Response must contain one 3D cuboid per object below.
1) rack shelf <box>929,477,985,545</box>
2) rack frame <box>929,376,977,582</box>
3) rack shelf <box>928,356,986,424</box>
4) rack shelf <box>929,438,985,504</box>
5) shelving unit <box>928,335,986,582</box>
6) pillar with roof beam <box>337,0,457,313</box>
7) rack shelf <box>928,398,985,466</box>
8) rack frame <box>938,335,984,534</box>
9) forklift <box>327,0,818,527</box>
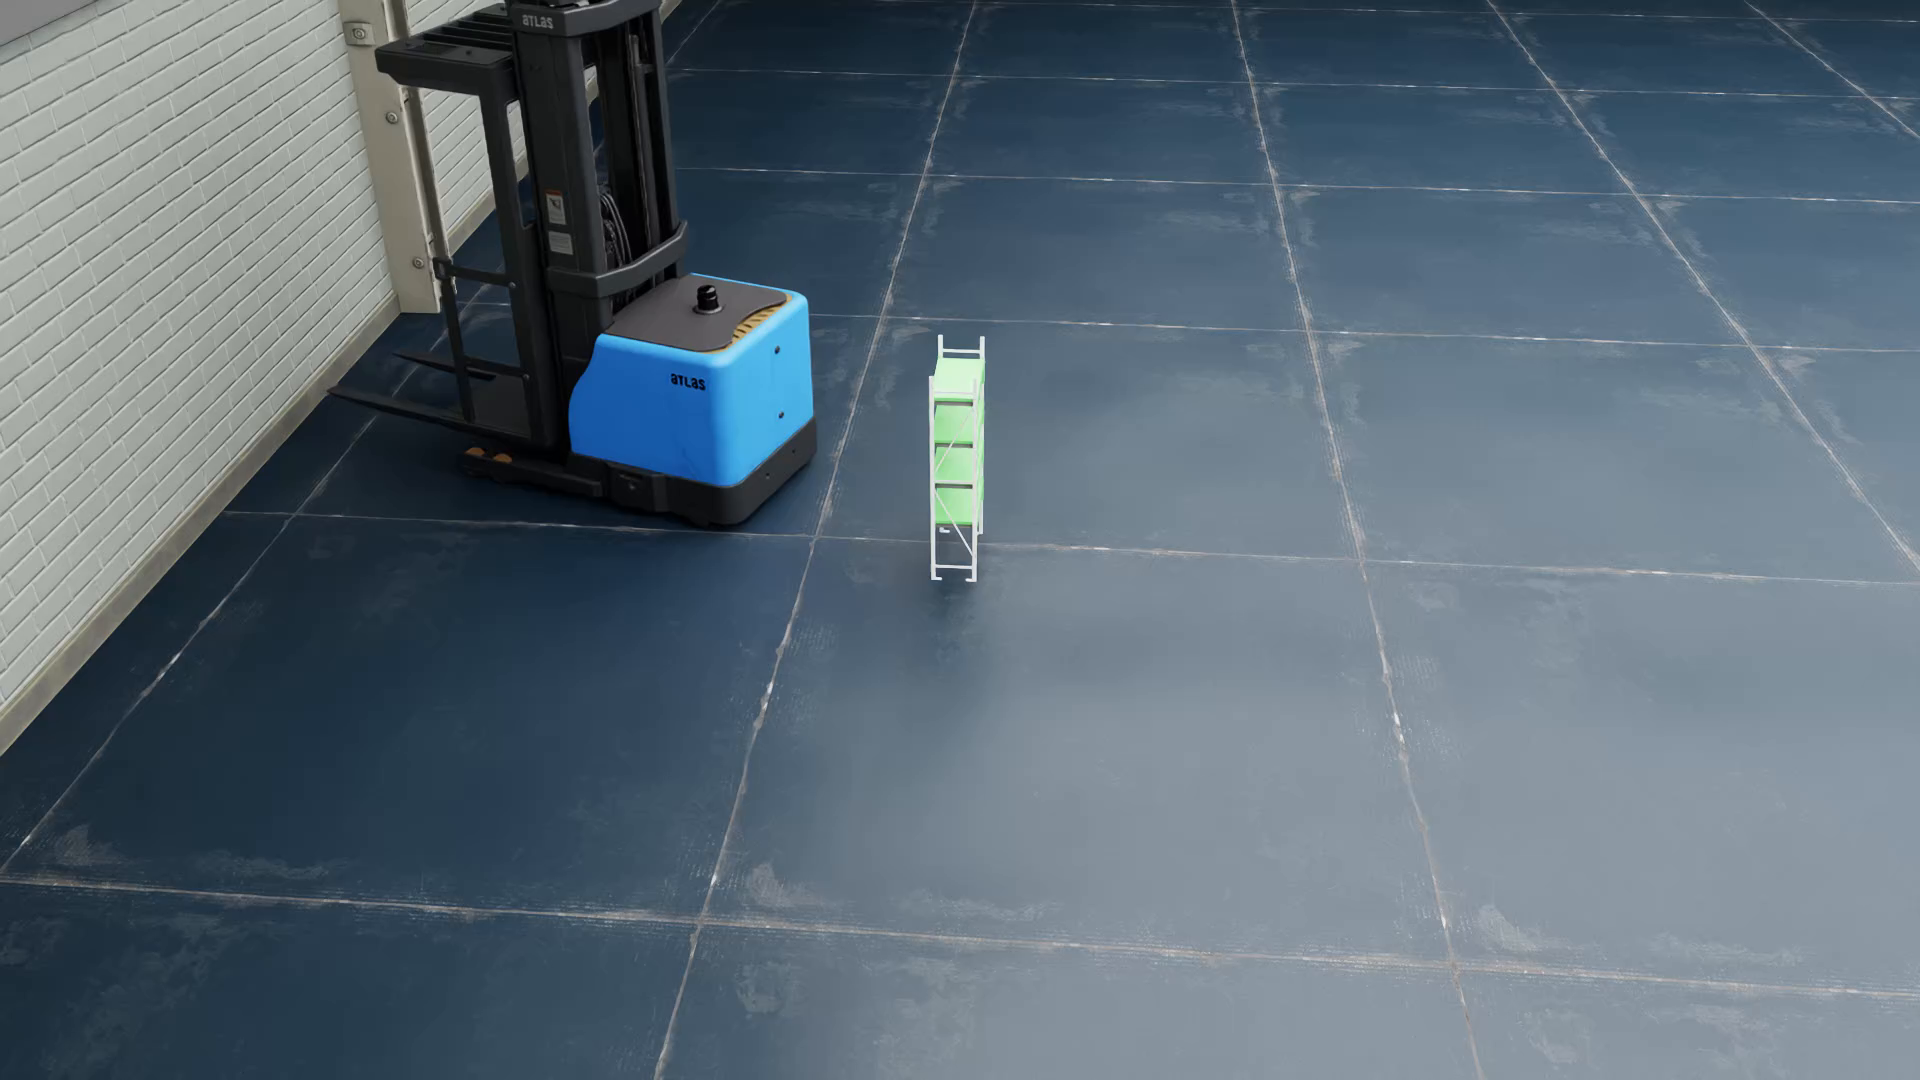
[{"bbox_3d":[-0.013,-0.166,8.954,0.258,0.148,0.480,2,32,4],"label":"rack shelf"},{"bbox_3d":[-0.033,-0.297,8.588,0.240,1.200,0.015,2,32,4],"label":"rack frame"},{"bbox_3d":[-0.013,-0.778,8.576,0.258,0.148,0.480,2,32,4],"label":"rack shelf"},{"bbox_3d":[-0.013,-0.370,8.828,0.258,0.148,0.480,2,32,4],"label":"rack shelf"},{"bbox_3d":[-0.013,-0.424,8.795,0.258,1.200,0.503,2,32,4],"label":"shelving unit"},{"bbox_3d":[0.426,-5.376,9.396,9.100,9.000,0.400,2,32,4],"label":"pillar with roof beam"},{"bbox_3d":[-0.013,-0.574,8.702,0.258,0.148,0.480,2,32,4],"label":"rack shelf"},{"bbox_3d":[0.006,-0.552,9.002,0.240,1.200,0.015,2,32,4],"label":"rack frame"},{"bbox_3d":[-2.417,-1.824,9.417,3.031,2.935,1.130,13,34,20],"label":"forklift"}]
